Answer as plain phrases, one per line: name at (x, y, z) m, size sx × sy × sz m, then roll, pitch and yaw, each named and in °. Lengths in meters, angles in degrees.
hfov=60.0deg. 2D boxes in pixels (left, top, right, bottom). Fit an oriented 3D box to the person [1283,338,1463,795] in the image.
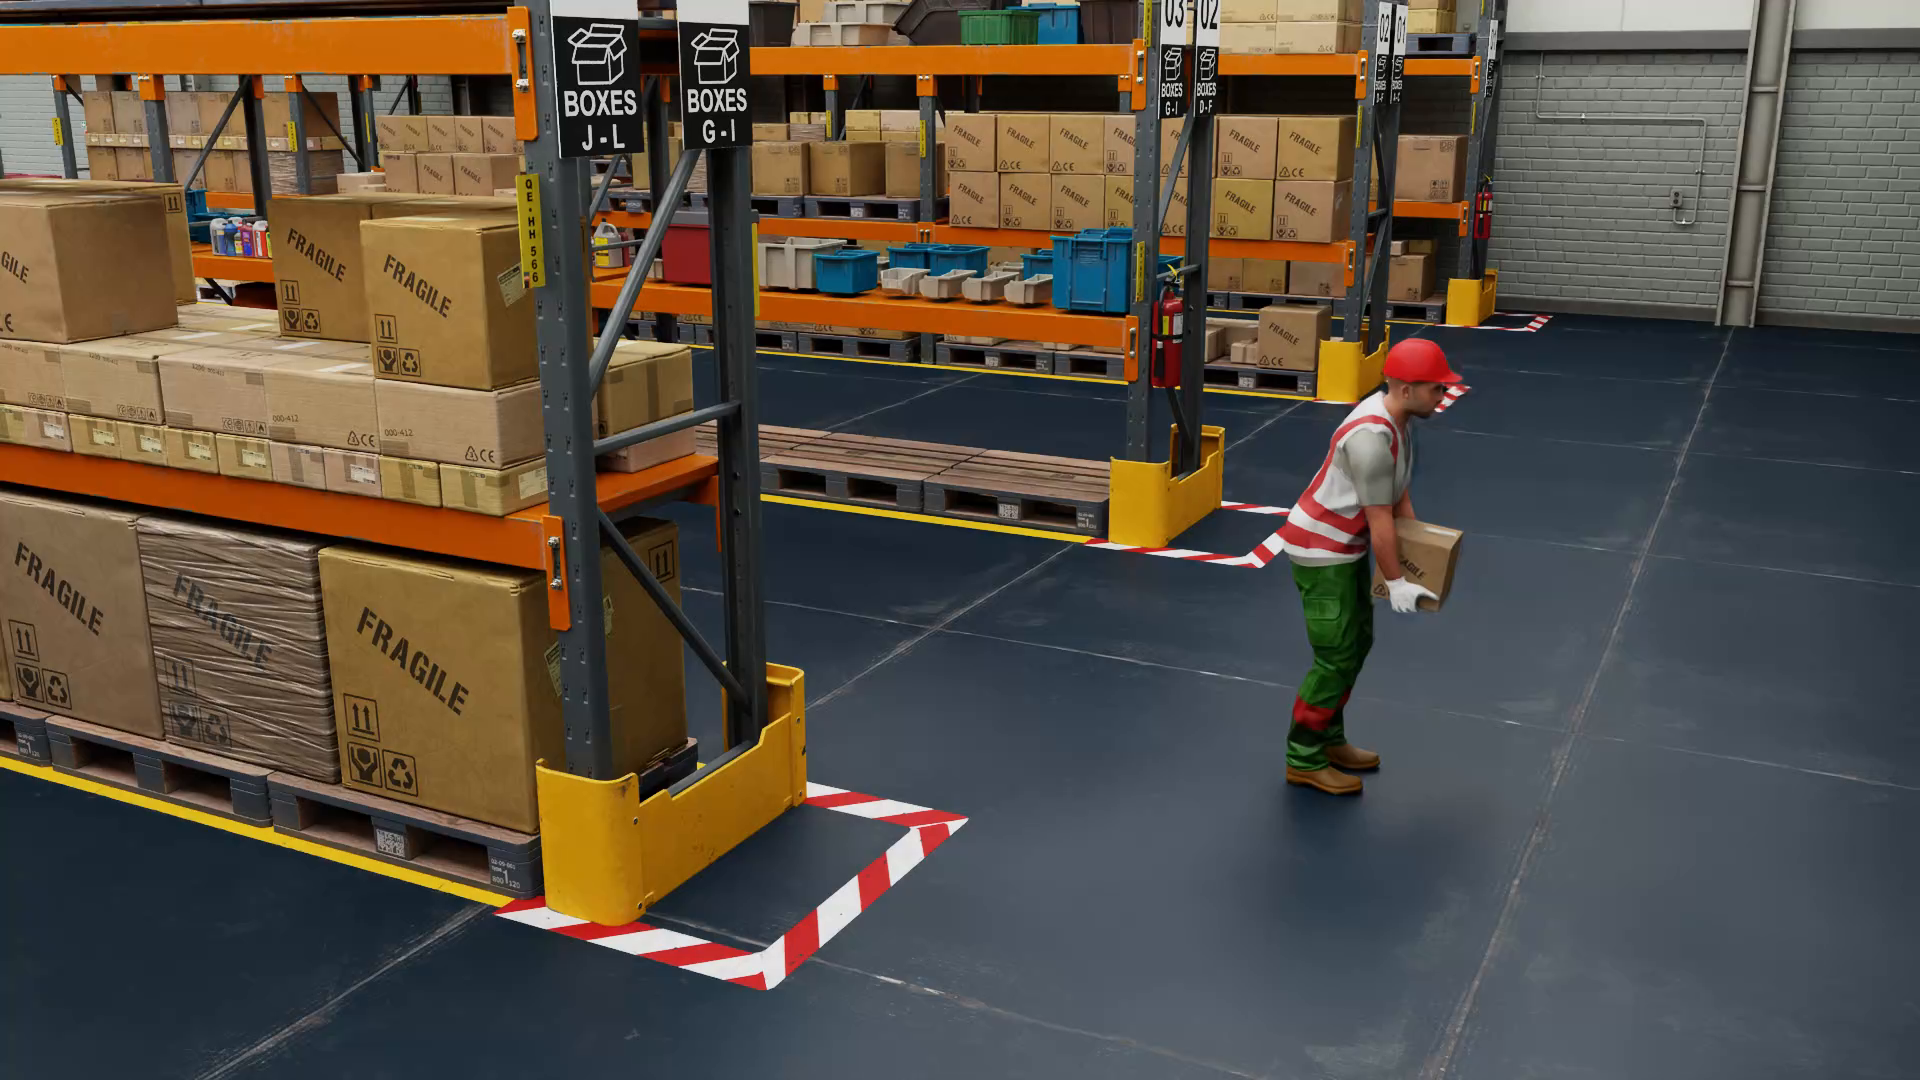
person at (1.528, 0.094, 6.262) m, size 0.603 × 1.725 × 0.483 m, roll 7°, pitch 17°, yaw 25°
